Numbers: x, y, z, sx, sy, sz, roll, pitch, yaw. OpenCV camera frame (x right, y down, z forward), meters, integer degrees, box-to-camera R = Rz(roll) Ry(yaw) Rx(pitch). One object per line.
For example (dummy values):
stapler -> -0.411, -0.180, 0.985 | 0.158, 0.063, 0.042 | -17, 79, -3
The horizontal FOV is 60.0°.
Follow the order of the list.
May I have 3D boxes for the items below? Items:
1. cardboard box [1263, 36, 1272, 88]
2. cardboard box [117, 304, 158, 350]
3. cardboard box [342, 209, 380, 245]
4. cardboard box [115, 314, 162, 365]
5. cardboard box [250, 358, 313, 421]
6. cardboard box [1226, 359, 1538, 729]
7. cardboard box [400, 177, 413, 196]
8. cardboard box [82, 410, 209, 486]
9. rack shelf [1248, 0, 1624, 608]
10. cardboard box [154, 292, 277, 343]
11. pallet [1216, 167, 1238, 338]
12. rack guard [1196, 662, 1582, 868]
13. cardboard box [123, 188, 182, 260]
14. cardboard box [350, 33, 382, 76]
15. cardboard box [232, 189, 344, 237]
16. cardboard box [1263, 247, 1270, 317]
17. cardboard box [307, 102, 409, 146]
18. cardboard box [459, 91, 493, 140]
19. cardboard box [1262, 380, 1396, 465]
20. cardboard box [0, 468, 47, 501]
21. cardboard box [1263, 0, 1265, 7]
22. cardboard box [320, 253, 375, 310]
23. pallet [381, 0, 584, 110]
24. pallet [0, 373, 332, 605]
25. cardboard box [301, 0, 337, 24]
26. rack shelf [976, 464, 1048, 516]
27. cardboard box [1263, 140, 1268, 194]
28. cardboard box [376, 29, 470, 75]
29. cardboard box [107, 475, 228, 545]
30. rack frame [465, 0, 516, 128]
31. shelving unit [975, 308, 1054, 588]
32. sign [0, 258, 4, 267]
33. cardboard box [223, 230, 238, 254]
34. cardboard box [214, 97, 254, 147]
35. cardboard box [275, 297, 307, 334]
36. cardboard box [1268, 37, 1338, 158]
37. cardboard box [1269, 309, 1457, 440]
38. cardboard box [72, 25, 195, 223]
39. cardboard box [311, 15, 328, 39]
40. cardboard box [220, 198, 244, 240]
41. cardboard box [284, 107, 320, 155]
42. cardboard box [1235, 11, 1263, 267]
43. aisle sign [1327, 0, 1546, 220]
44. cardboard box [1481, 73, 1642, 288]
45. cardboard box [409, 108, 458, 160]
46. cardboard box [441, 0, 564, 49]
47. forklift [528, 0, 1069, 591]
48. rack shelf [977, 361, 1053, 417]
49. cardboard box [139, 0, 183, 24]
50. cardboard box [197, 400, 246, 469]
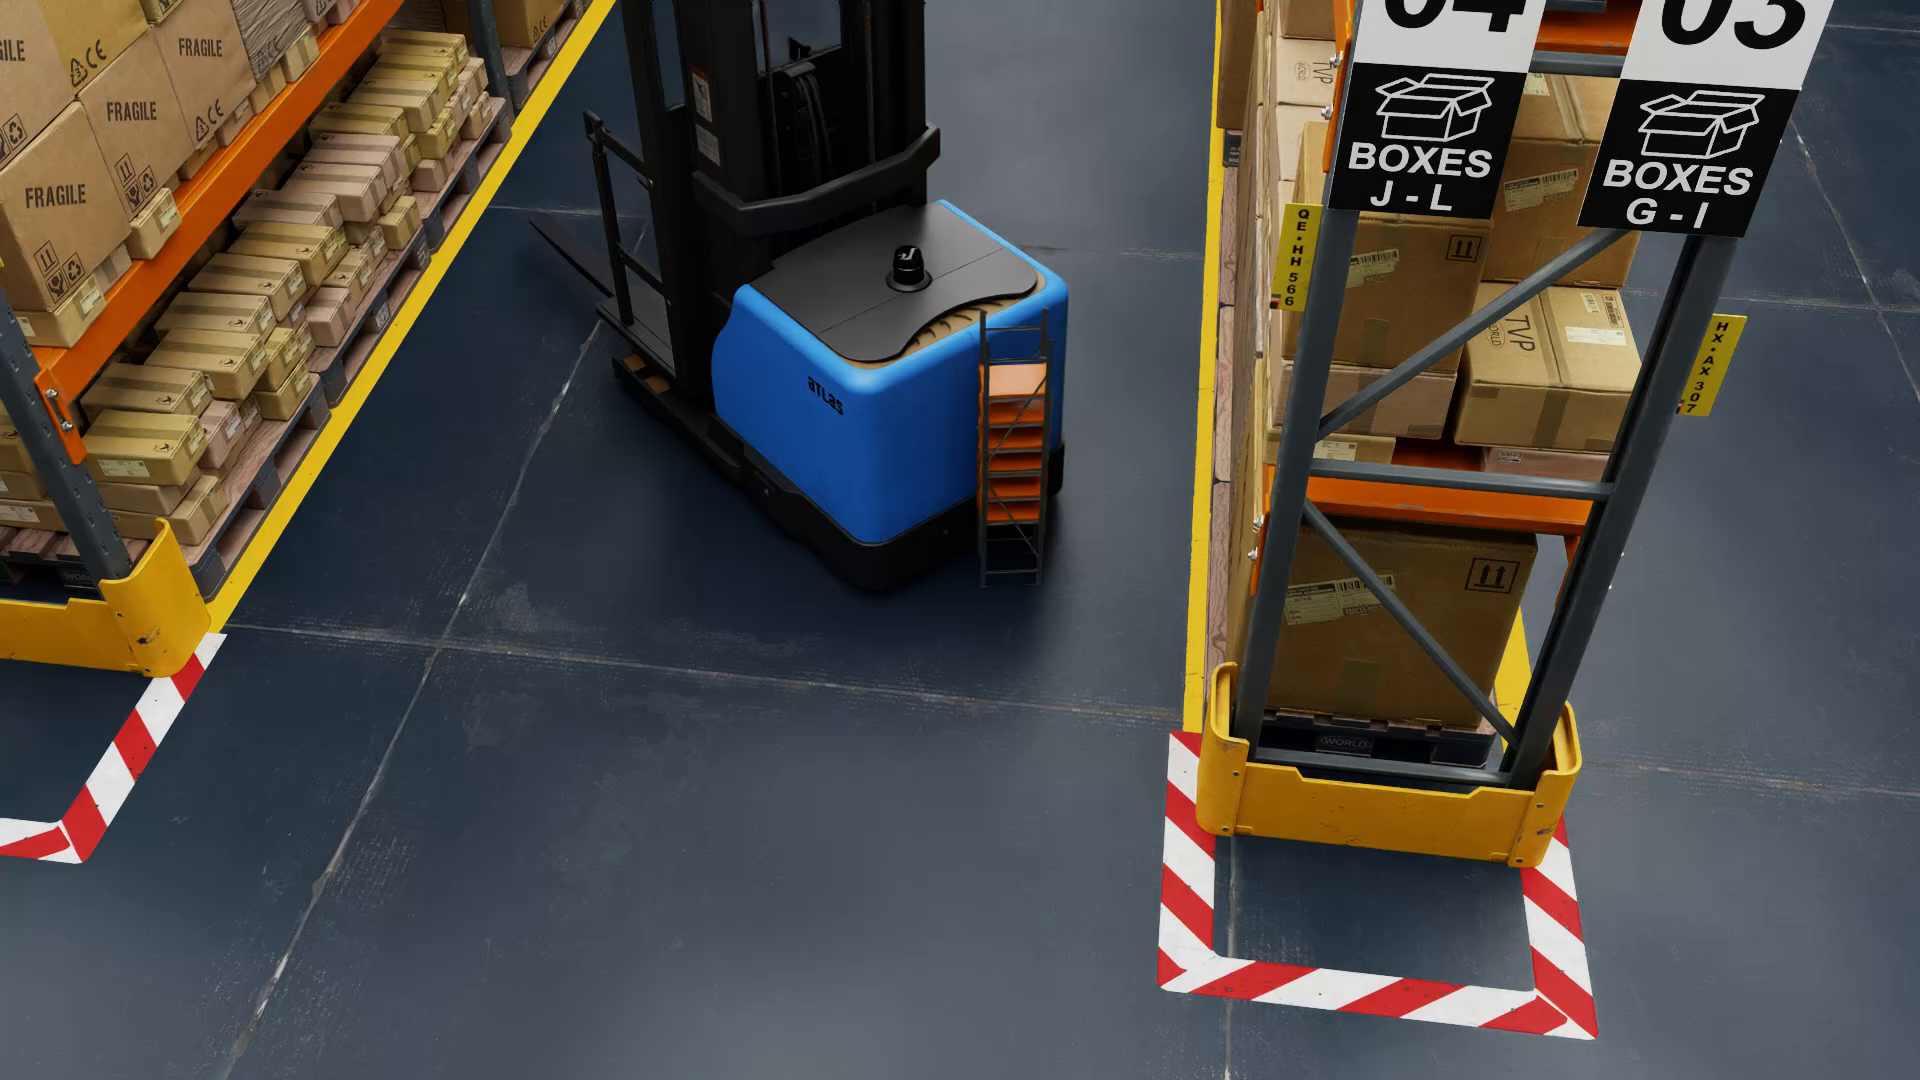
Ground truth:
cardboard box -> 1.436, -1.919, 6.777 | 0.380, 0.149, 0.250 | 5, 44, 5
cardboard box -> -3.577, -0.929, 6.885 | 0.380, 0.149, 0.250 | 4, 44, 4
cardboard box -> -2.930, -1.507, 7.712 | 0.380, 0.149, 0.250 | 3, 44, 4
cardboard box -> -3.500, -0.826, 6.993 | 0.380, 0.149, 0.250 | 5, 44, 5
cardboard box -> -2.983, -0.652, 7.025 | 0.380, 0.149, 0.250 | 6, 44, 6
cardboard box -> 1.417, 0.008, 5.800 | 0.875, 0.875, 0.875 | 5, 44, 6
cardboard box -> -2.920, -1.708, 8.141 | 0.380, 0.149, 0.250 | 4, 44, 4
cardboard box -> -3.085, -0.347, 6.270 | 0.380, 0.149, 0.250 | 3, 44, 4
rack shelf -> 1.676, -1.269, 6.432 | 1.077, 0.370, 4.000 | 5, 44, 6
cardboard box -> -3.057, -0.882, 6.835 | 0.380, 0.149, 0.250 | 3, 44, 3
pallet -> 1.763, -1.370, 8.043 | 1.003, 0.211, 1.213 | 5, 44, 6
rack guard -> 1.409, 0.757, 5.587 | 1.175, 0.500, 0.348 | 5, 44, 6
cardboard box -> -3.042, -1.143, 5.958 | 0.380, 0.149, 0.250 | 4, 44, 4
cardboard box -> -3.213, -2.531, 8.576 | 0.380, 0.149, 0.250 | 7, 44, 7
cardboard box -> -2.992, -1.425, 7.409 | 0.380, 0.149, 0.250 | 5, 44, 6
cardboard box -> 1.234, -0.868, 5.668 | 0.380, 0.149, 0.250 | 6, 44, 6
cardboard box -> -2.883, -1.963, 7.976 | 0.380, 0.149, 0.250 | 7, 44, 7
cardboard box -> -2.676, -2.232, 8.694 | 0.380, 0.149, 0.250 | 6, 44, 6
cardboard box -> 1.133, -0.349, 5.119 | 0.380, 0.149, 0.250 | 6, 44, 6
cardboard box -> -3.704, -0.298, 6.435 | 0.380, 0.149, 0.250 | 4, 44, 4
cardboard box -> 1.537, -2.452, 7.340 | 0.380, 0.149, 0.250 | 4, 44, 4
cardboard box -> -2.913, -1.188, 7.591 | 0.380, 0.149, 0.250 | 5, 44, 6
pallet -> -2.861, -2.931, 9.692 | 1.003, 0.211, 1.213 | 5, 44, 6
pallet -> -3.339, -0.277, 6.889 | 1.003, 0.211, 1.213 | 5, 44, 6
cardboard box -> -2.883, -2.510, 6.930 | 0.500, 0.500, 0.500 | 5, 44, 5
rack shelf -> 0.195, -0.196, 6.323 | 0.258, 0.103, 0.180 | -3, 44, -3
cardboard box -> 1.335, -1.391, 6.220 | 0.380, 0.149, 0.250 | 6, 44, 6
cardboard box -> -2.751, -2.480, 8.523 | 0.380, 0.149, 0.250 | 6, 44, 7
cardboard box -> -3.105, -0.132, 6.476 | 0.380, 0.149, 0.250 | 6, 44, 6
rack frame -> -2.962, -3.413, 8.173 | 1.000, 3.000, 0.127 | 5, 44, 6
shelving unit -> 0.195, -0.315, 6.209 | 0.258, 1.200, 0.189 | -3, 44, -3
sign -> -2.953, -0.952, 4.944 | 0.100, 0.325, 0.005 | 5, 44, 6
cardboard box -> -3.520, -1.370, 7.567 | 0.380, 0.149, 0.250 | 6, 44, 6
cardboard box -> -3.023, -1.680, 6.525 | 0.380, 0.149, 0.250 | 4, 44, 5
cardboard box -> -3.048, -0.957, 7.131 | 0.380, 0.149, 0.250 | 3, 44, 3
cardboard box -> 1.412, -1.623, 6.175 | 0.500, 0.250, 0.500 | 5, 44, 6
cardboard box -> 1.213, -0.575, 5.069 | 0.500, 0.250, 0.500 | 5, 44, 5
cardboard box -> -3.112, -1.479, 5.842 | 0.500, 0.500, 0.500 | 5, 44, 6
cardboard box -> -2.940, -2.214, 7.089 | 0.380, 0.149, 0.250 | 5, 44, 5
cardboard box -> -3.445, -1.468, 7.454 | 0.380, 0.149, 0.250 | 5, 44, 6
cardboard box -> -3.305, -1.992, 8.007 | 0.380, 0.149, 0.250 | 4, 44, 4
cardboard box -> 1.774, -1.832, 7.743 | 0.875, 0.875, 0.875 | 5, 44, 6
aisle sign -> 1.105, -1.090, 3.828 | 0.394, 0.787, 0.004 | 5, 44, 6
cardboard box -> 1.809, -1.137, 5.116 | 0.500, 0.500, 0.500 | 4, 44, 4
cardboard box -> -2.730, -2.025, 8.259 | 0.380, 0.149, 0.250 | 4, 44, 4
cardboard box -> -2.602, -3.137, 9.394 | 0.500, 0.500, 0.500 | 7, 44, 7
forklift -> -0.893, -1.821, 6.541 | 1.130, 2.935, 3.031 | -29, 51, -27
rack shelf -> 0.196, -0.544, 5.992 | 0.258, 0.103, 0.180 | -3, 44, -3
cardboard box -> -3.017, -2.173, 5.847 | 0.500, 0.500, 0.500 | 4, 44, 5
cardboard box -> -3.075, -0.428, 6.572 | 0.380, 0.149, 0.250 | 5, 44, 5
